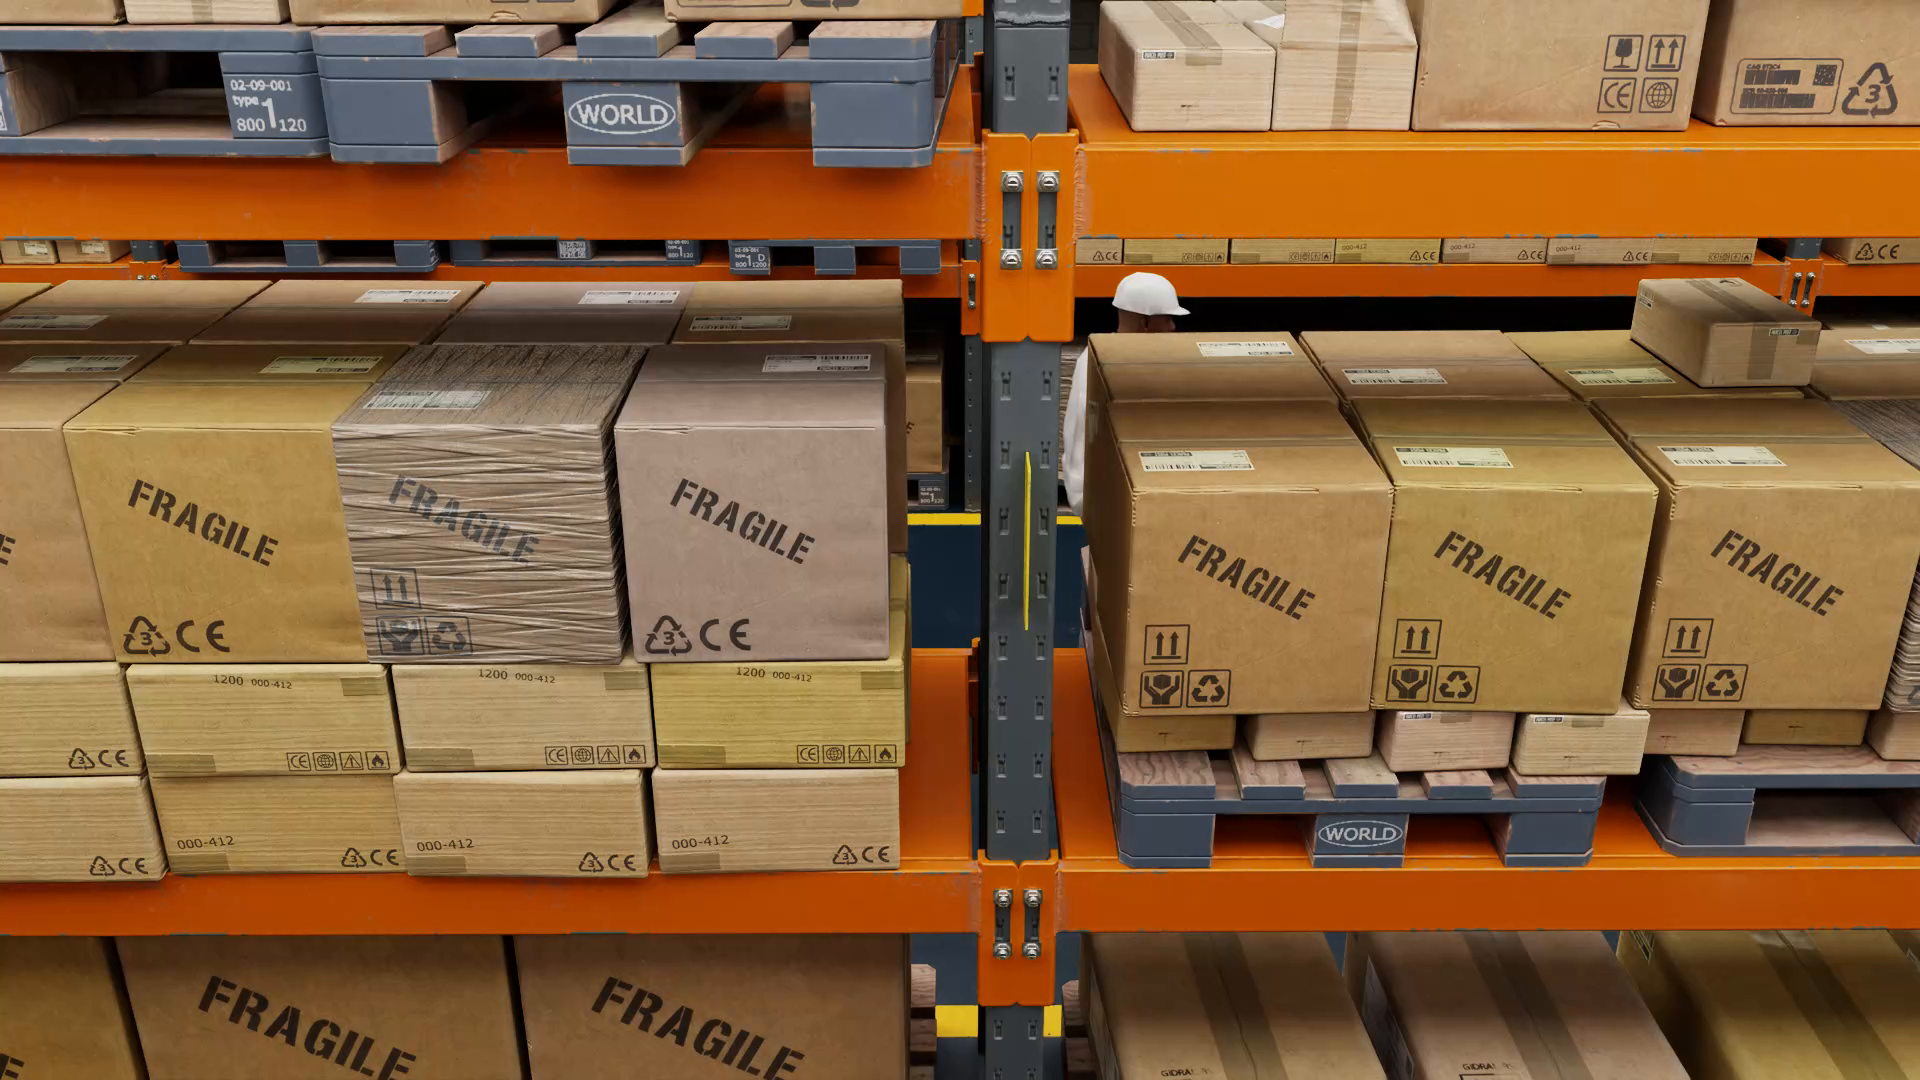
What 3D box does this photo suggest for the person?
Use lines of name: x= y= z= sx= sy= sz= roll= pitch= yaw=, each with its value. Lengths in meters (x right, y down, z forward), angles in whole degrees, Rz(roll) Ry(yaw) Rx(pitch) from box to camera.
person: x=0.626 y=-0.168 z=6.456 sx=0.457 sy=1.761 sz=0.628 roll=-1 pitch=24 yaw=-3
